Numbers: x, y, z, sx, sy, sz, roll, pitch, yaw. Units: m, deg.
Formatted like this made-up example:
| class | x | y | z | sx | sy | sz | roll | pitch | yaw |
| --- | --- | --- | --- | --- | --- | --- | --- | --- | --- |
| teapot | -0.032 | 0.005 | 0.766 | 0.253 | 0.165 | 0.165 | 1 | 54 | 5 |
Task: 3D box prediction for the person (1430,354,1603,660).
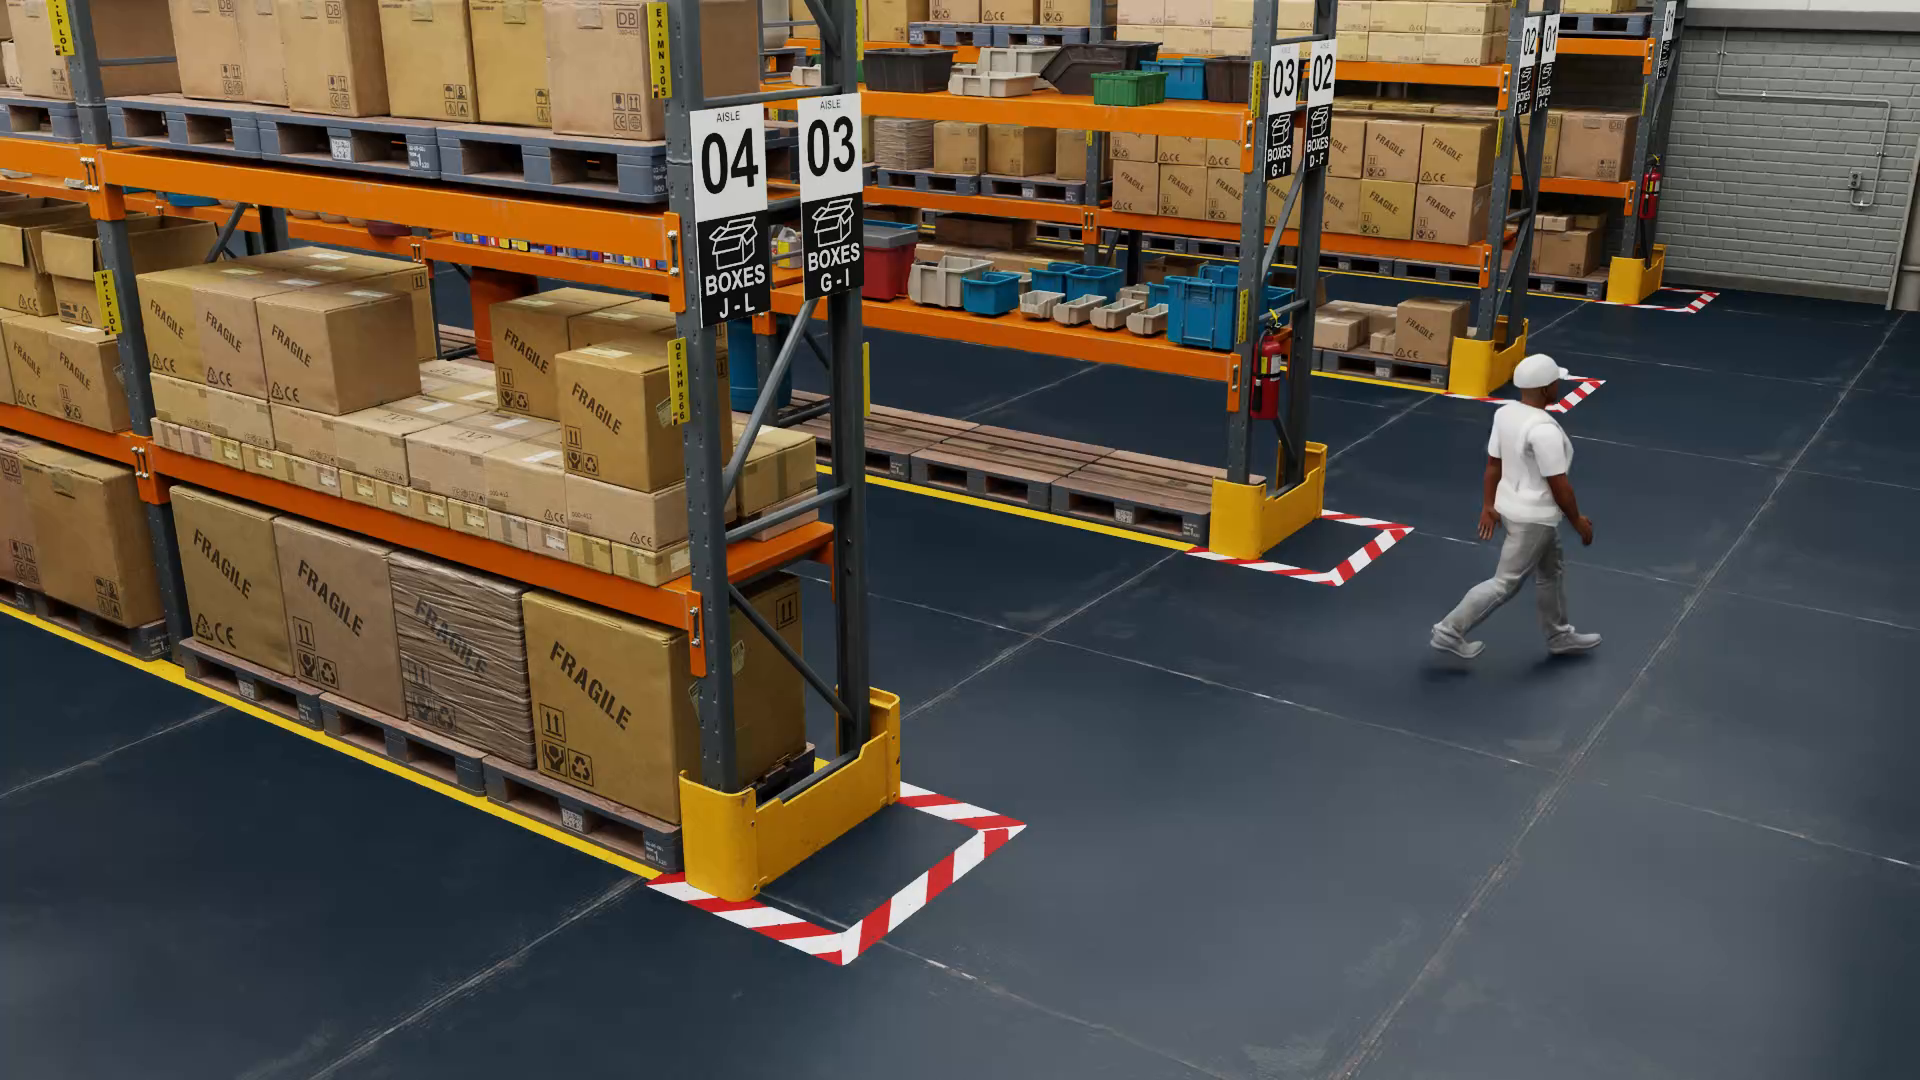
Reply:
| class | x | y | z | sx | sy | sz | roll | pitch | yaw |
| --- | --- | --- | --- | --- | --- | --- | --- | --- | --- |
| person | 3.099 | -0.151 | 8.972 | 1.028 | 1.725 | 0.556 | -1 | 20 | -2 |
